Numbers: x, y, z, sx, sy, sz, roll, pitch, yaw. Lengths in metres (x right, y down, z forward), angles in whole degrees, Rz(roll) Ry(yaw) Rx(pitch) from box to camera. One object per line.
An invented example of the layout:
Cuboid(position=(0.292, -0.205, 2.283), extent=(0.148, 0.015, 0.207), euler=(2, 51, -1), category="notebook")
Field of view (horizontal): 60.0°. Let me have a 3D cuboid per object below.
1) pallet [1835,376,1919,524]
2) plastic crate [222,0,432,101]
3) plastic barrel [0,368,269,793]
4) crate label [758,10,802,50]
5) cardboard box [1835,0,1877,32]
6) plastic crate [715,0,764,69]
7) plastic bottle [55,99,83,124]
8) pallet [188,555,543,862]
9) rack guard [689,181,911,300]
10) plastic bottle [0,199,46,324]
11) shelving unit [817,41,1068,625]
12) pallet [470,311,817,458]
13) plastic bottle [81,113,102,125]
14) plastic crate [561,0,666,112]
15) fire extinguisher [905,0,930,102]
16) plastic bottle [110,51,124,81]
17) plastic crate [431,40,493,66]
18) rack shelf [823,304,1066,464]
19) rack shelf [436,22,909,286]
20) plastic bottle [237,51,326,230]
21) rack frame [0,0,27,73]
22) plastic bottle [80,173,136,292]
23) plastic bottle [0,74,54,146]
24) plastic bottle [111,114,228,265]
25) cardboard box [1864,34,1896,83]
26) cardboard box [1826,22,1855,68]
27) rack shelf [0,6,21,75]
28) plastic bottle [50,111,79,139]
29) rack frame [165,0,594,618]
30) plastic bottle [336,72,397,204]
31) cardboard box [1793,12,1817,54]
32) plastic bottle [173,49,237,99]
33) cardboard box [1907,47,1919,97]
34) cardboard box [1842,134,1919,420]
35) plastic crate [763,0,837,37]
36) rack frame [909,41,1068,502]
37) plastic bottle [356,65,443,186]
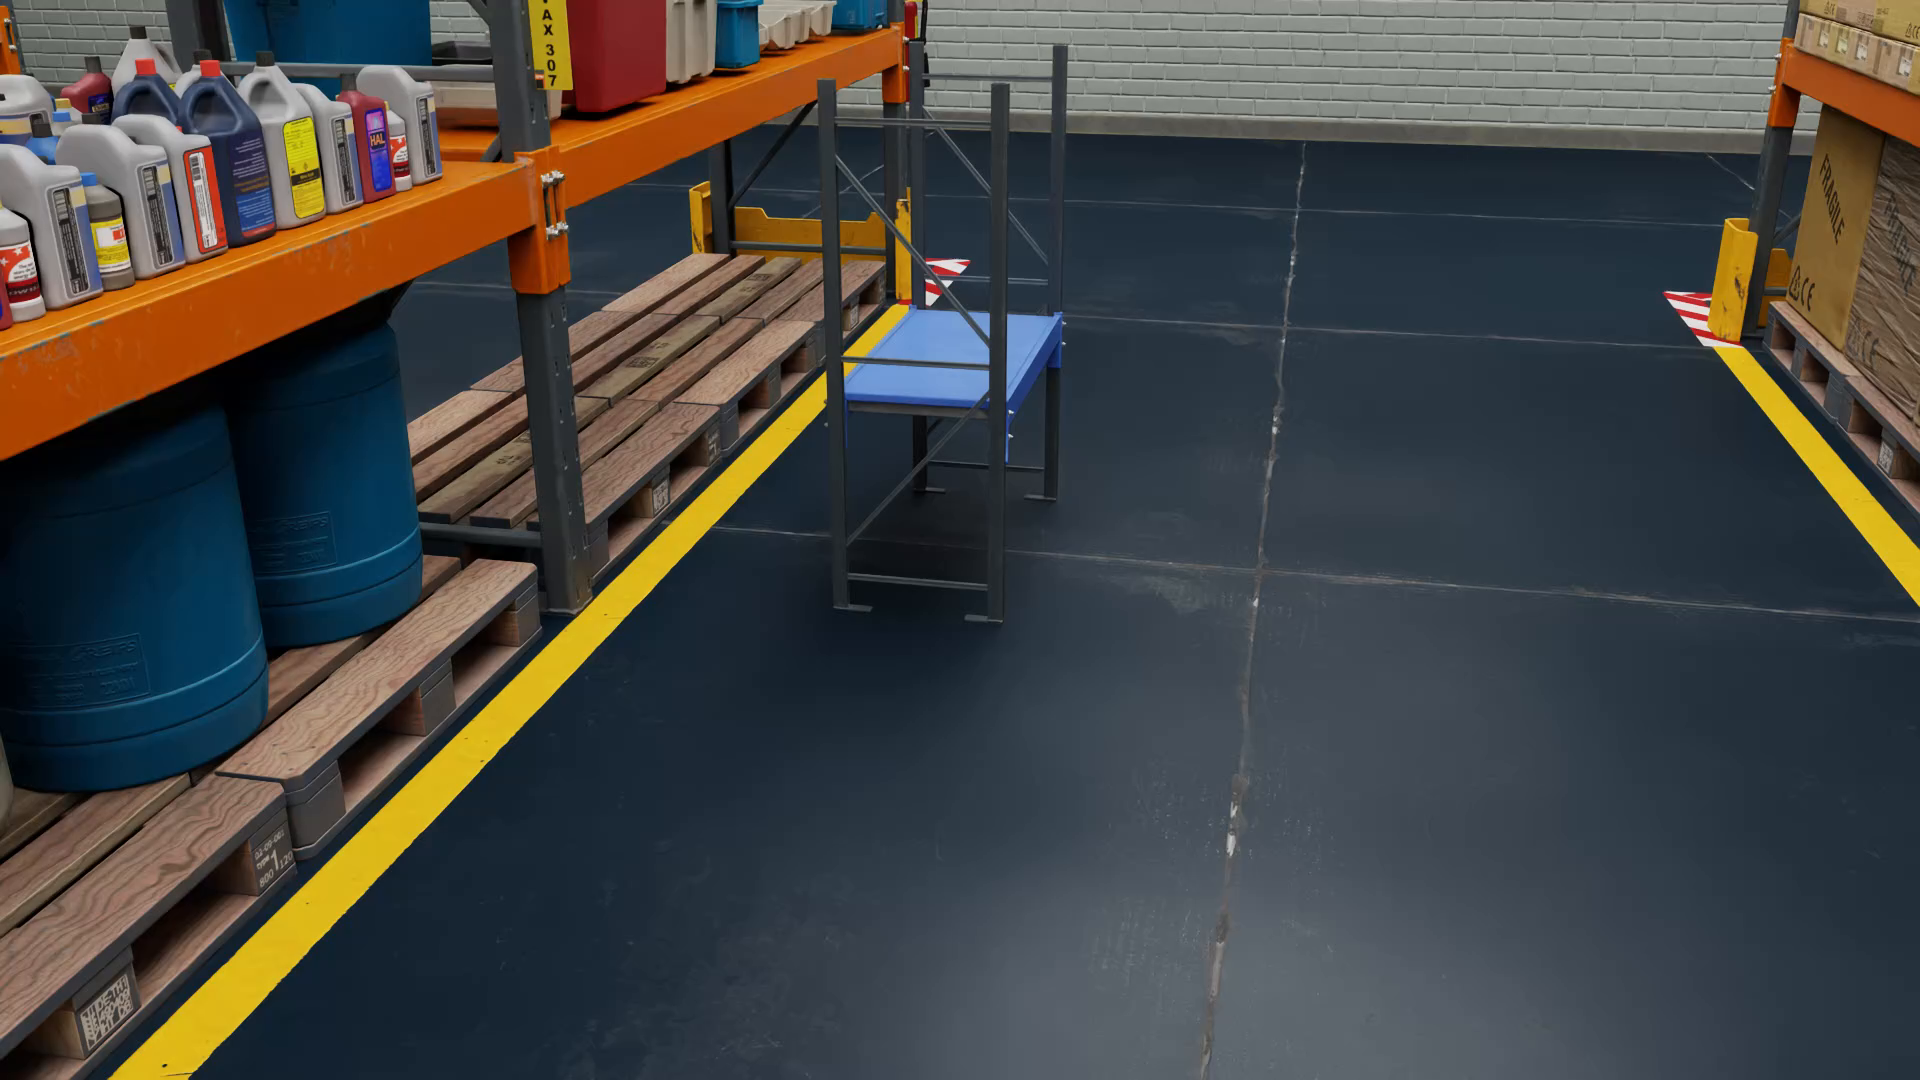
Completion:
Cuboid(position=(3.744, -0.275, 5.754), extent=(1.003, 0.211, 1.213), euler=(4, 22, 11), category="pallet")
Cuboid(position=(-1.822, -1.444, 4.864), extent=(0.392, 0.384, 0.575), euler=(4, 22, 11), category="plastic crate")
Cuboid(position=(-1.855, 0.009, 3.564), extent=(0.600, 0.901, 0.708), euler=(4, 22, 11), category="plastic barrel")
Cuboid(position=(-0.862, -2.074, 6.761), extent=(0.396, 0.136, 0.243), euler=(4, 22, 11), category="crate label")
Cuboid(position=(3.620, -2.035, 6.193), extent=(0.500, 0.250, 0.500), euler=(4, 22, 10), category="cardboard box")
Cuboid(position=(-0.935, -1.869, 6.123), extent=(0.416, 0.233, 0.300), euler=(4, 22, 11), category="plastic crate")
Cuboid(position=(-2.108, -0.940, 3.939), extent=(0.097, 0.201, 0.097), euler=(0, 22, 0), category="plastic bottle")
Cuboid(position=(-1.781, 0.346, 4.212), extent=(1.003, 0.211, 1.213), euler=(4, 22, 11), category="pallet")
Cuboid(position=(-0.775, -1.540, 8.507), extent=(1.175, 0.500, 0.348), euler=(4, 22, 11), category="rack guard")
Cuboid(position=(-1.596, -0.469, 2.769), extent=(0.097, 0.201, 0.097), euler=(0, 22, 0), category="plastic bottle")
Cuboid(position=(-0.017, -0.665, 4.996), extent=(0.538, 1.500, 1.048), euler=(4, 22, 11), category="shelving unit")
Cuboid(position=(-1.224, -0.652, 6.691), extent=(1.003, 0.211, 1.213), euler=(4, 22, 11), category="pallet")
Cuboid(position=(-1.650, -0.683, 3.206), extent=(0.097, 0.271, 0.097), euler=(0, 22, 0), category="plastic bottle")
Cuboid(position=(-1.155, -1.591, 5.124), extent=(0.402, 0.464, 0.583), euler=(4, 22, 11), category="plastic crate")
Cuboid(position=(-0.291, -2.501, 8.151), extent=(0.296, 0.674, 0.183), euler=(4, 22, 11), category="fire extinguisher")
Cuboid(position=(-2.076, -1.071, 4.153), extent=(0.061, 0.283, 0.133), euler=(4, 22, 11), category="plastic bottle")
Cuboid(position=(-1.618, -1.557, 5.491), extent=(0.437, 0.125, 0.590), euler=(4, 22, 11), category="plastic crate")
Cuboid(position=(-0.017, -0.498, 5.063), extent=(0.538, 0.185, 1.000), euler=(4, 22, 11), category="rack shelf")
Cuboid(position=(-1.175, -1.624, 6.334), extent=(1.077, 0.370, 4.000), euler=(4, 22, 11), category="rack shelf")
Cuboid(position=(-1.450, -0.843, 3.496), extent=(0.144, 0.351, 0.185), euler=(4, 22, 11), category="plastic bottle")
Cuboid(position=(-5.615, -3.068, 8.957), extent=(1.000, 3.000, 0.127), euler=(4, 22, 11), category="rack frame")
Cuboid(position=(-1.549, -0.554, 2.980), extent=(0.097, 0.201, 0.097), euler=(0, 22, 0), category="plastic bottle")
Cuboid(position=(-2.125, -0.895, 3.727), extent=(0.152, 0.276, 0.135), euler=(4, 22, 11), category="plastic bottle")
Cuboid(position=(-1.525, -0.682, 3.198), extent=(0.152, 0.276, 0.135), euler=(4, 22, 11), category="plastic bottle")
Cuboid(position=(3.479, -1.715, 5.932), extent=(0.380, 0.149, 0.250), euler=(4, 22, 10), category="cardboard box")
Cuboid(position=(3.584, -1.903, 6.400), extent=(0.380, 0.149, 0.250), euler=(4, 22, 10), category="cardboard box")
Cuboid(position=(-6.023, -2.003, 7.275), extent=(1.077, 0.370, 4.000), euler=(4, 22, 11), category="rack shelf")
Cuboid(position=(-1.999, -0.858, 3.734), extent=(0.097, 0.201, 0.097), euler=(0, 22, 0), category="plastic bottle")
Cuboid(position=(-1.583, -1.227, 4.384), extent=(1.000, 3.000, 0.127), euler=(4, 22, 11), category="rack frame")
Cuboid(position=(-1.350, -0.916, 3.768), extent=(0.061, 0.283, 0.133), euler=(4, 22, 11), category="plastic bottle")
Cuboid(position=(3.686, -2.091, 6.866), extent=(0.380, 0.149, 0.250), euler=(5, 22, 12), category="cardboard box")
Cuboid(position=(-1.591, -0.854, 3.524), extent=(0.144, 0.351, 0.185), euler=(4, 22, 11), category="plastic bottle")
Cuboid(position=(3.374, -1.528, 5.469), extent=(0.380, 0.149, 0.250), euler=(4, 22, 10), category="cardboard box")
Cuboid(position=(3.844, -0.948, 5.975), extent=(0.875, 0.875, 0.875), euler=(4, 22, 11), category="cardboard box")
Cuboid(position=(-0.756, -2.283, 7.279), extent=(0.396, 0.136, 0.243), euler=(4, 22, 11), category="plastic crate")
Cuboid(position=(0.086, -0.850, 5.458), extent=(0.500, 1.500, 0.032), euler=(4, 22, 11), category="rack frame")
Cuboid(position=(-1.347, -1.000, 3.988), extent=(0.152, 0.276, 0.135), euler=(4, 22, 11), category="plastic bottle")
